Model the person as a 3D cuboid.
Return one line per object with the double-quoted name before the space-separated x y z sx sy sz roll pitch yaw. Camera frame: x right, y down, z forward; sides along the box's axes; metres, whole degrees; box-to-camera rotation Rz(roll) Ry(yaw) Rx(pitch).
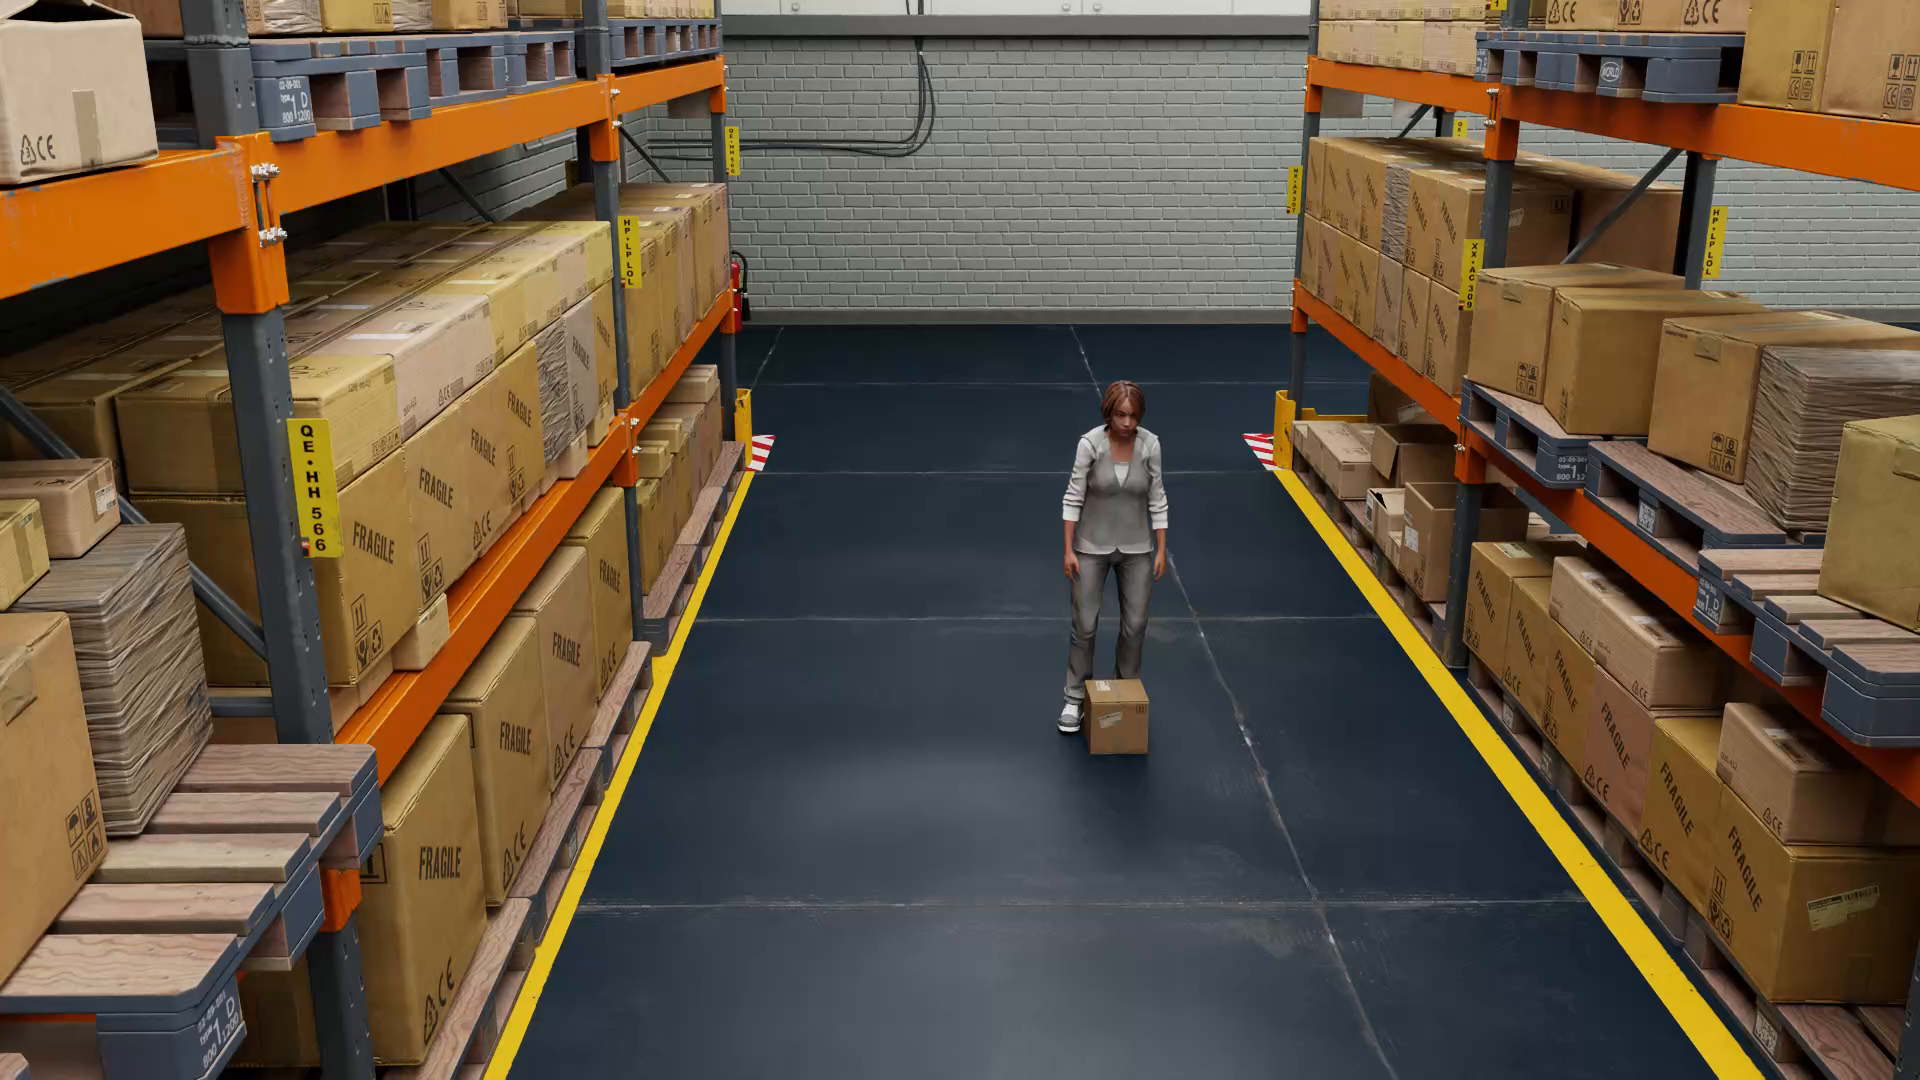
"person" 0.678 0.068 7.349 0.479 1.593 0.345 -1 17 -3
